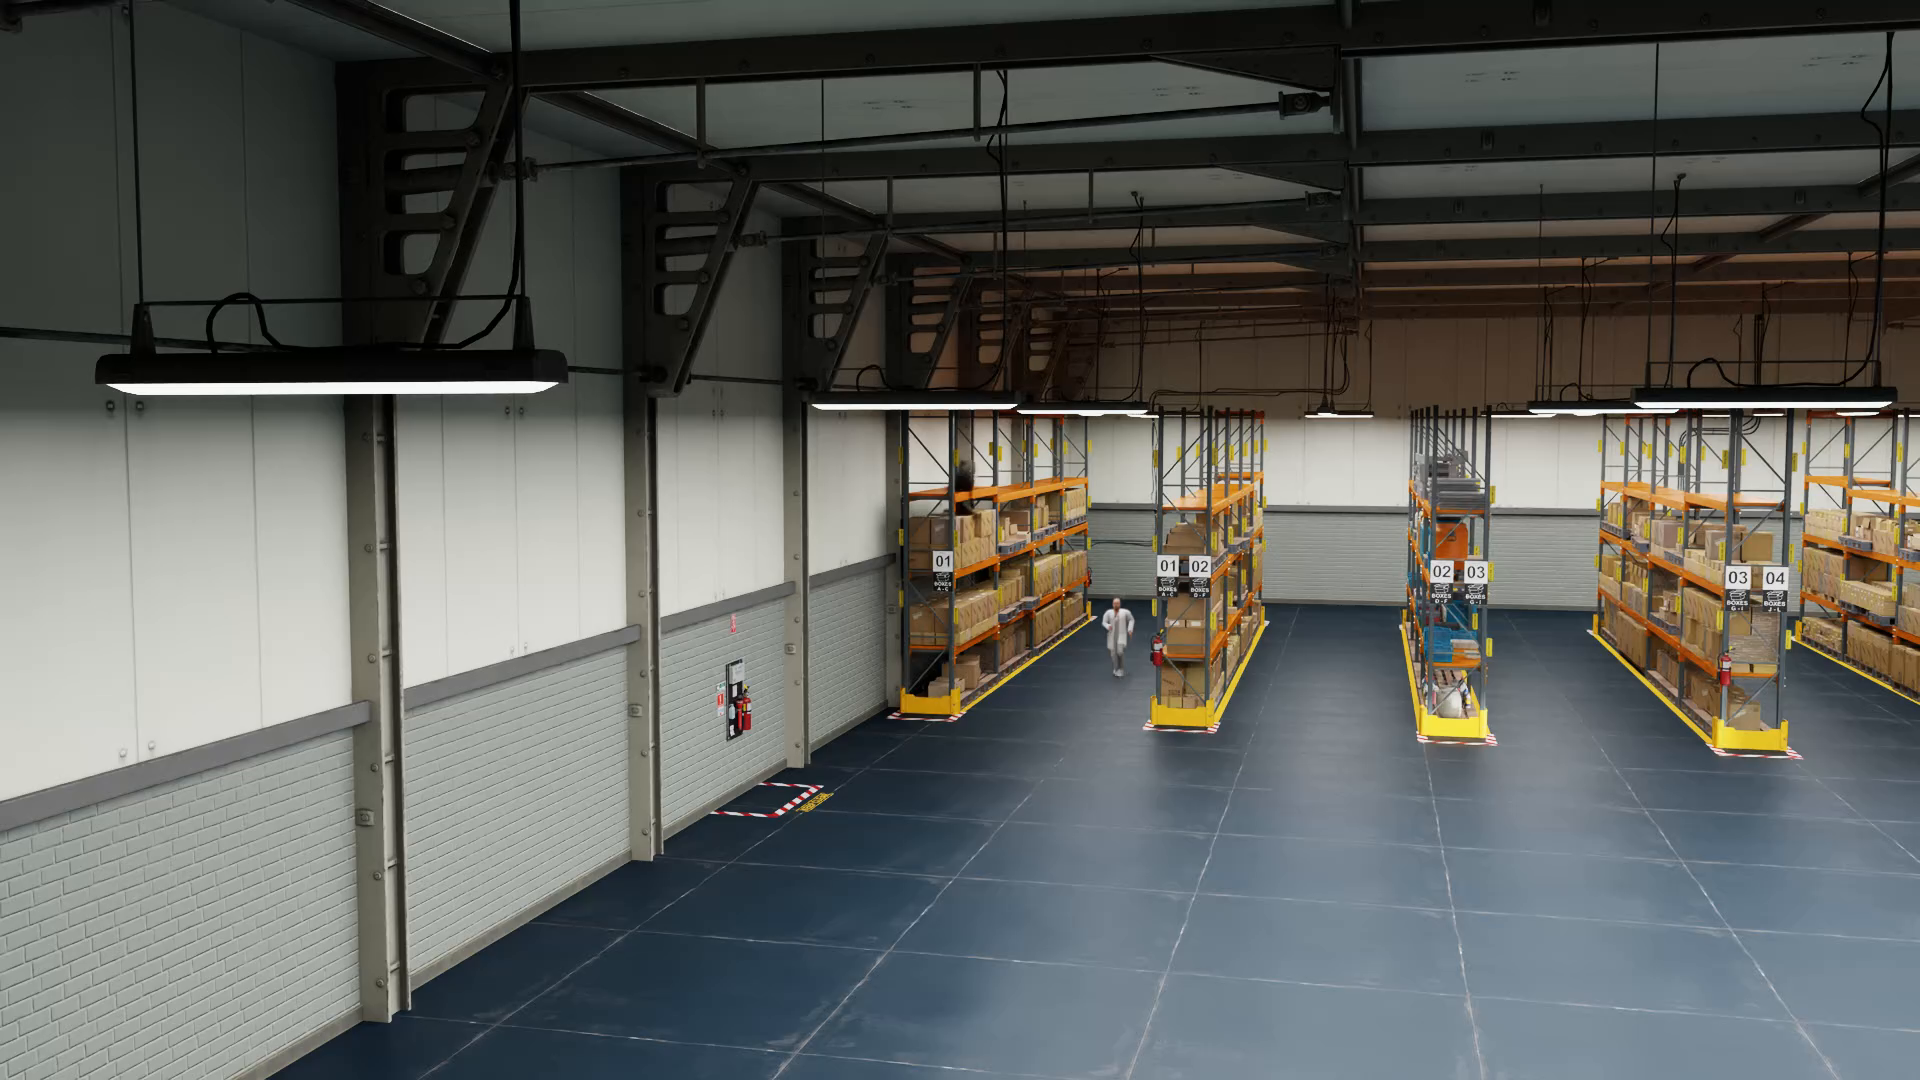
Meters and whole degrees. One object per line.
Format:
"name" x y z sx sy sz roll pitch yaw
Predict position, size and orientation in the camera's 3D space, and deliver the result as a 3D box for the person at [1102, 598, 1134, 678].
"person" 3.502 2.186 37.046 0.679 1.780 0.847 1 4 14
